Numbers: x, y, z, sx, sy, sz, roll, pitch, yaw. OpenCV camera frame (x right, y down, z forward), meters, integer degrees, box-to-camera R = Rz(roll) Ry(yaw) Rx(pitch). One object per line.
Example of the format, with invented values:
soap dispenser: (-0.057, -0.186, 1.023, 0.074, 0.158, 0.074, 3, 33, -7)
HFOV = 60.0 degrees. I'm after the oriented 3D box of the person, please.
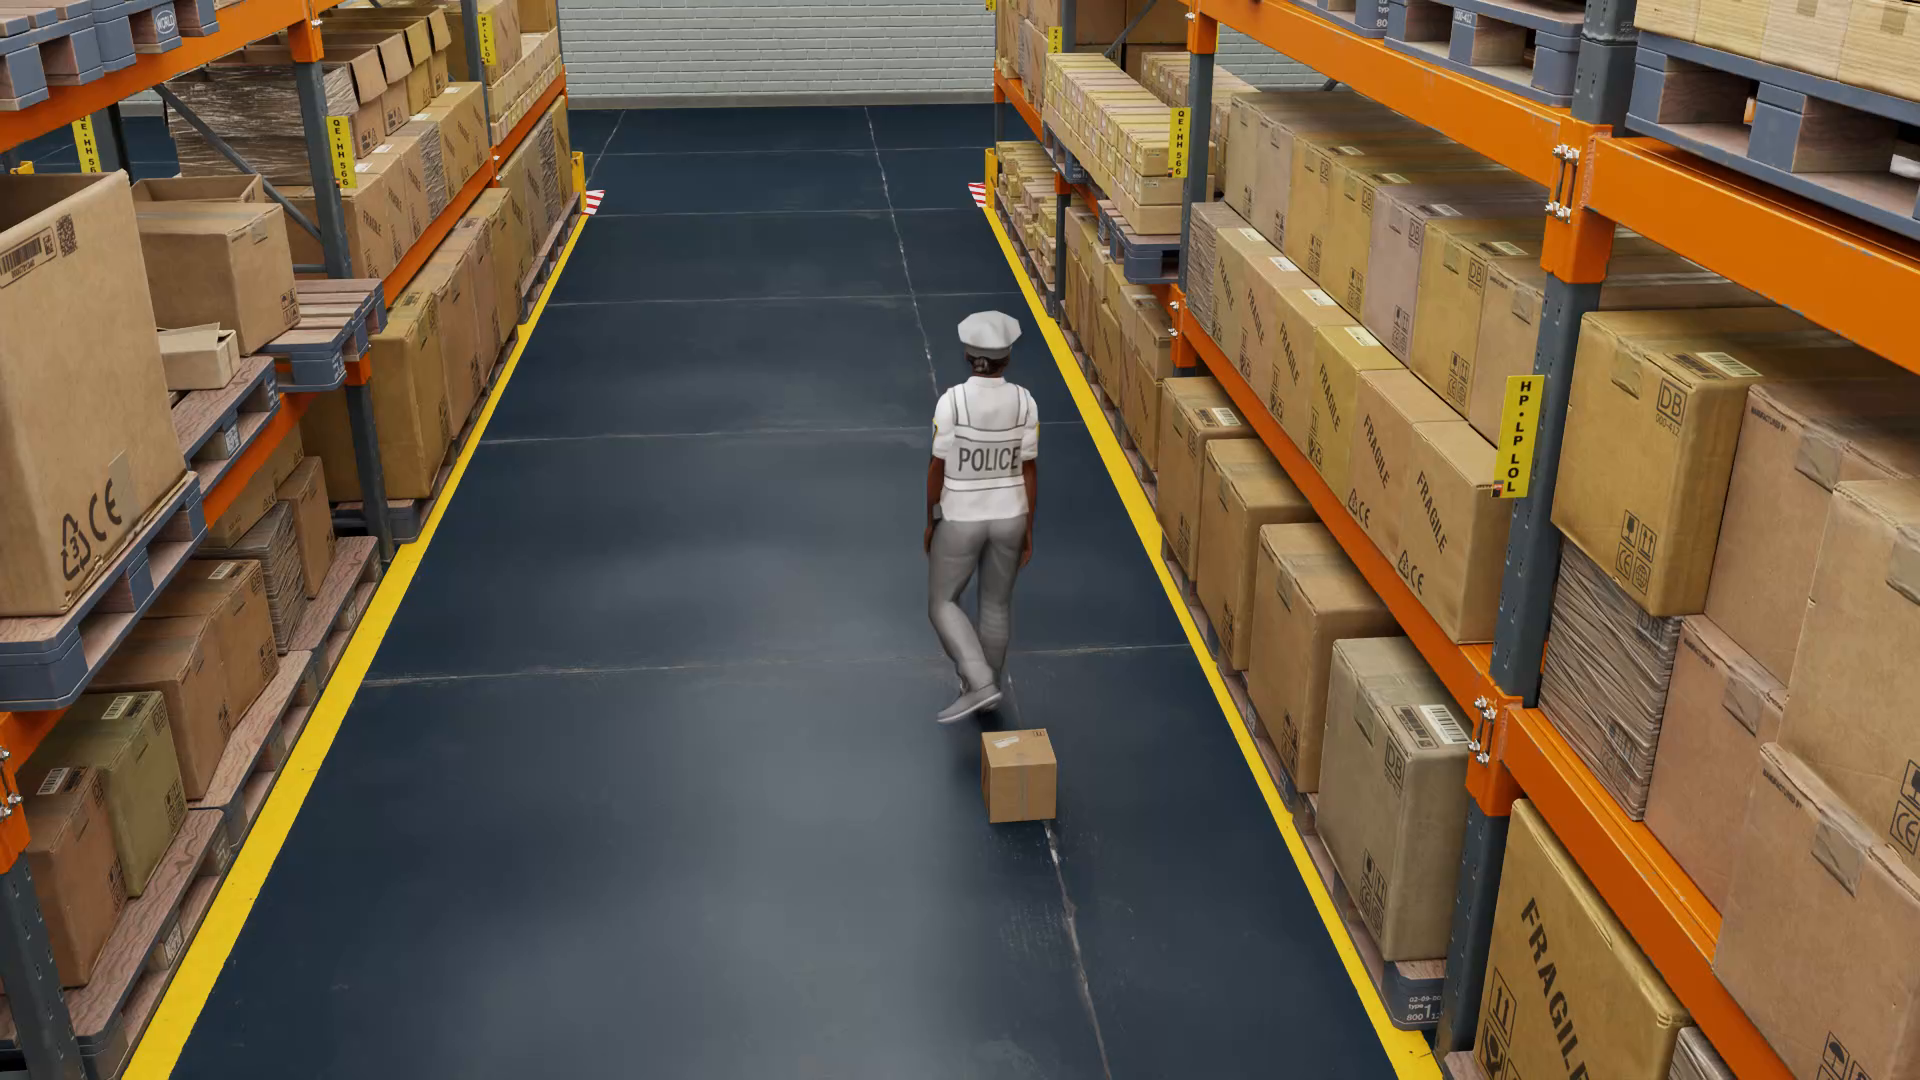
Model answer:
person: (0.098, -0.033, 6.623, 0.497, 1.671, 0.585, -7, 25, -15)
